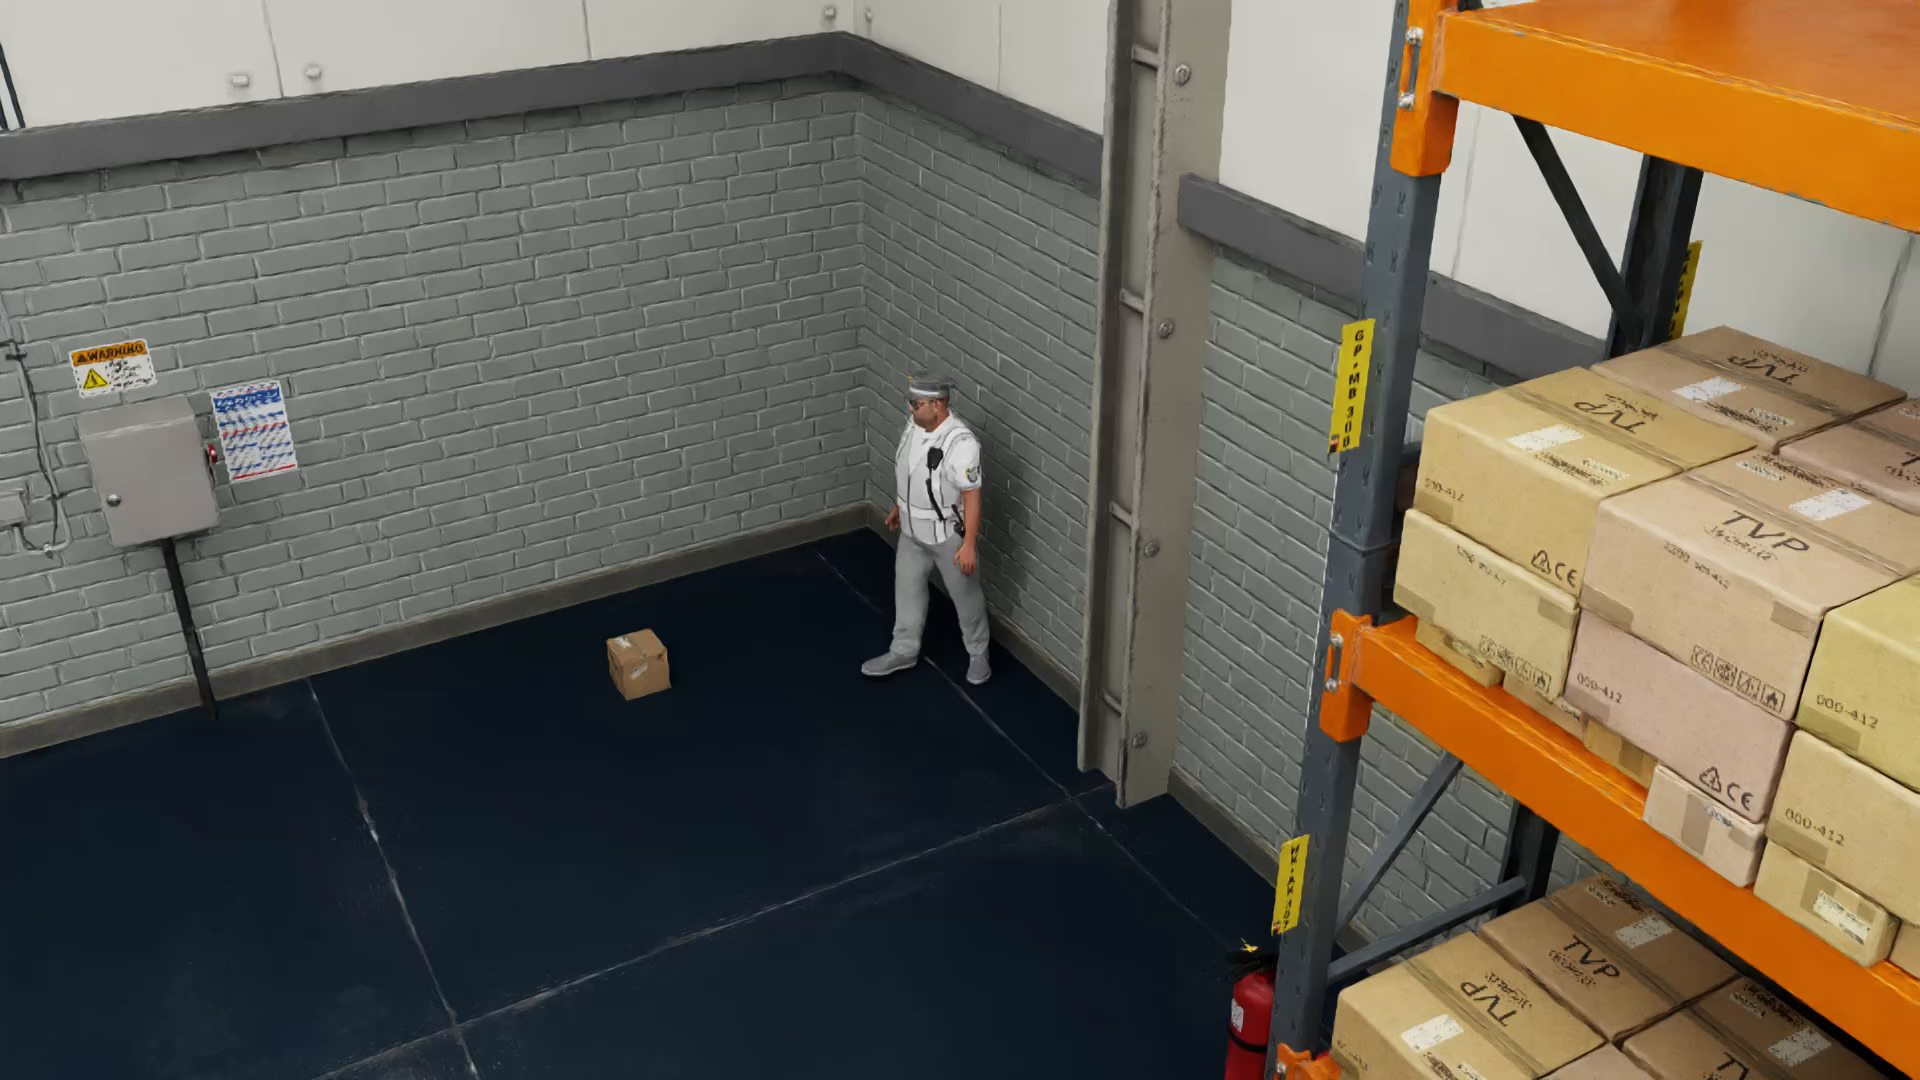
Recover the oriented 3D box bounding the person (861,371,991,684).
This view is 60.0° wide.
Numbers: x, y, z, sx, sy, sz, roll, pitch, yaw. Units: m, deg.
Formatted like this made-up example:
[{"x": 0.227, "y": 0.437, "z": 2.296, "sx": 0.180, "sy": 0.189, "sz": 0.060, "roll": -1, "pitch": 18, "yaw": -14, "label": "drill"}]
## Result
[{"x": -0.175, "y": -0.066, "z": 8.643, "sx": 0.633, "sy": 1.744, "sz": 0.672, "roll": -25, "pitch": 37, "yaw": -37, "label": "person"}]
